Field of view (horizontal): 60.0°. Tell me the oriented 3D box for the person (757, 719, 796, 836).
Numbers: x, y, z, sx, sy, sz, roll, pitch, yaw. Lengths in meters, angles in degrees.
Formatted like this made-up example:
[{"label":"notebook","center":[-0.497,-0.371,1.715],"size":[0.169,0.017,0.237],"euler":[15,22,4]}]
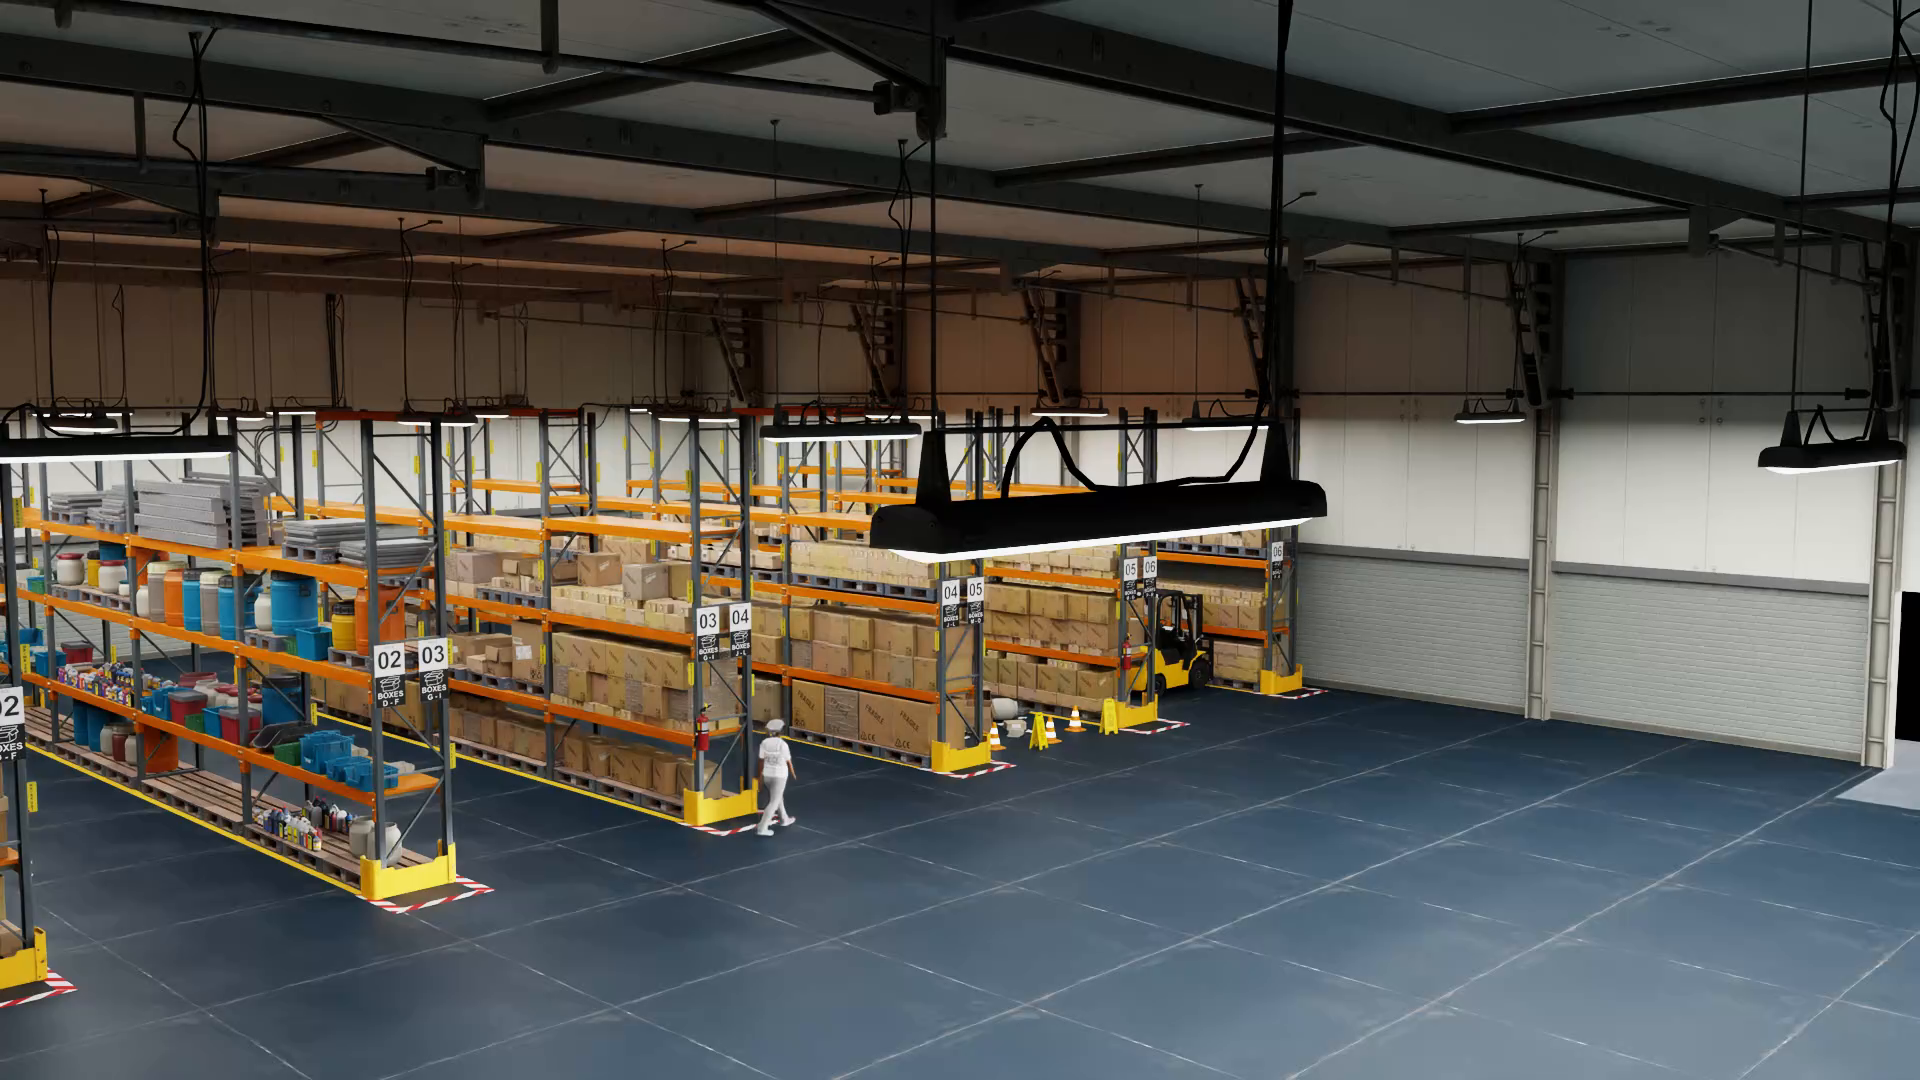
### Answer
[{"label":"person","center":[-2.614,3.376,23.897],"size":[0.474,1.629,0.998],"euler":[3,6,33]}]
